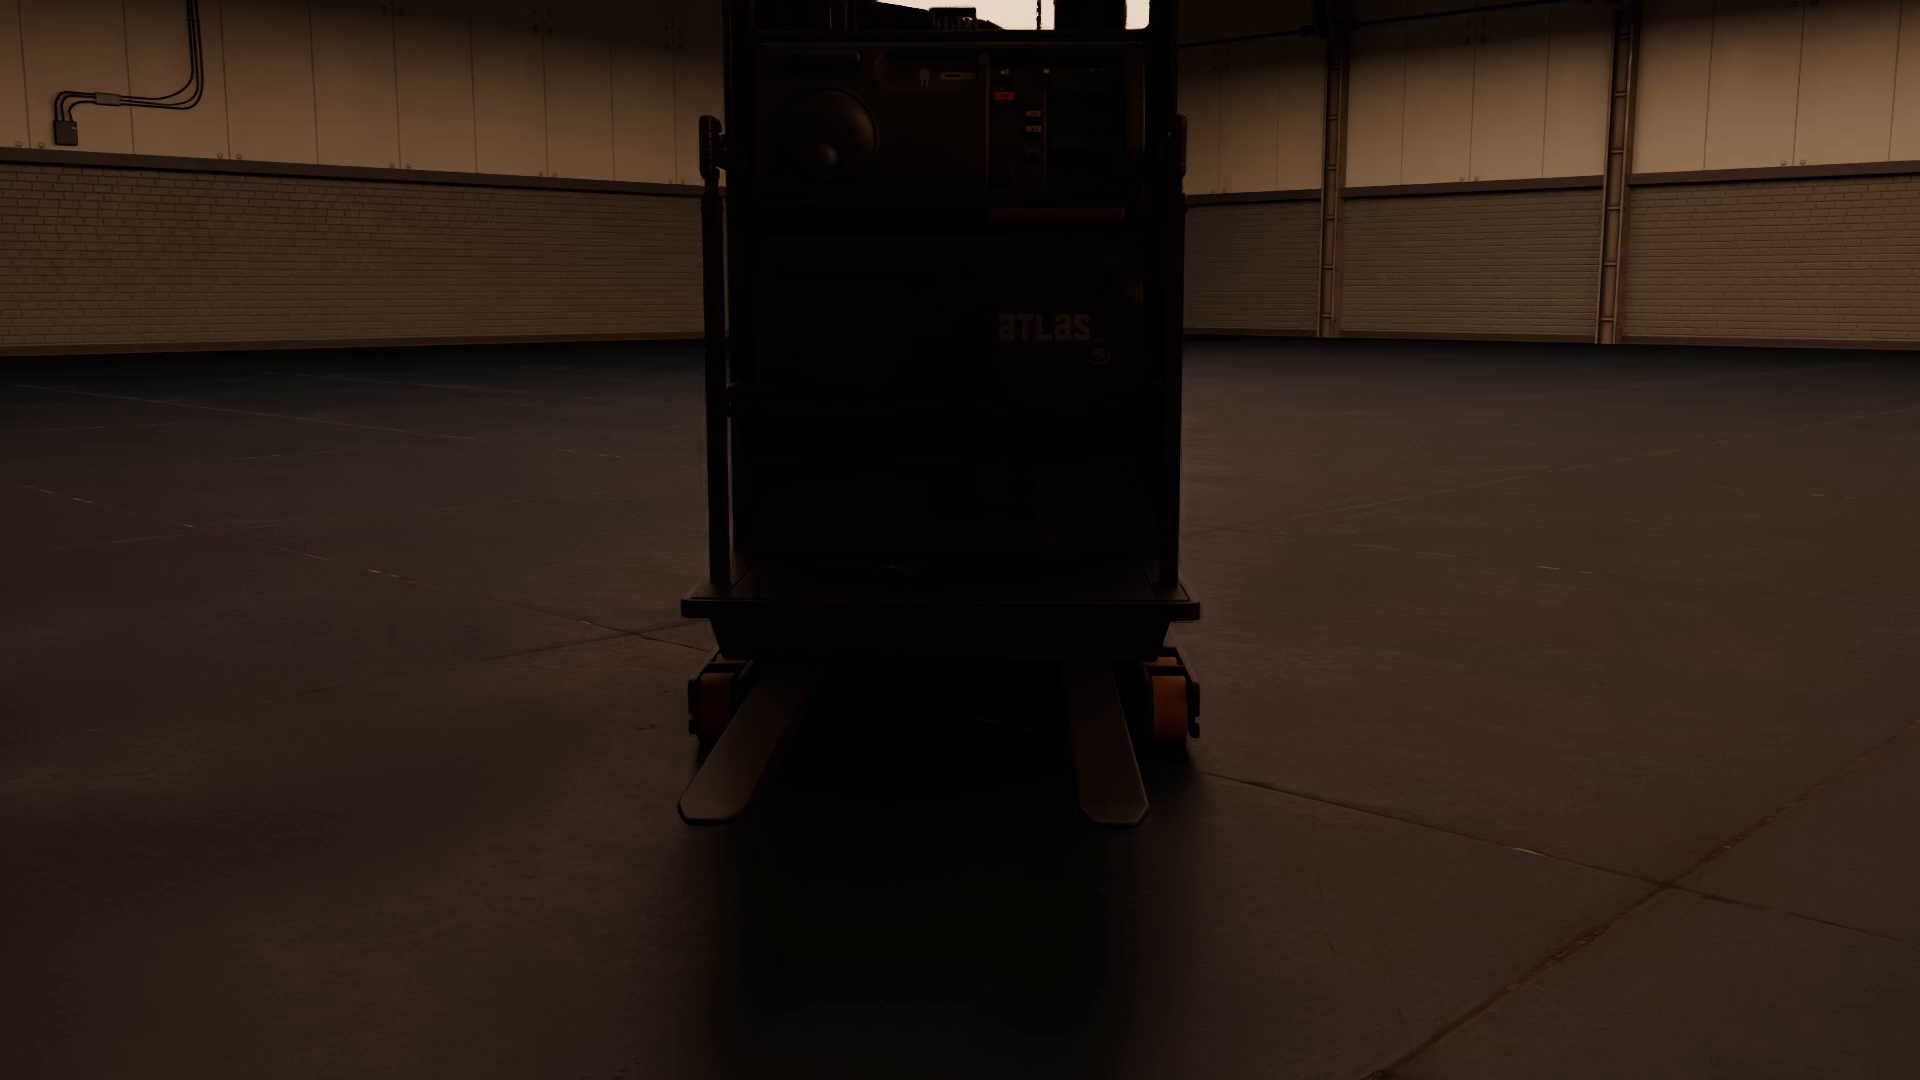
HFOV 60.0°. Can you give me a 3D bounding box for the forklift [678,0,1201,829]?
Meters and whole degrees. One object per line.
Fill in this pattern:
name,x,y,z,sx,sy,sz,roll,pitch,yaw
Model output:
forklift,-0.030,-1.037,3.762,1.130,2.935,3.031,0,9,2
